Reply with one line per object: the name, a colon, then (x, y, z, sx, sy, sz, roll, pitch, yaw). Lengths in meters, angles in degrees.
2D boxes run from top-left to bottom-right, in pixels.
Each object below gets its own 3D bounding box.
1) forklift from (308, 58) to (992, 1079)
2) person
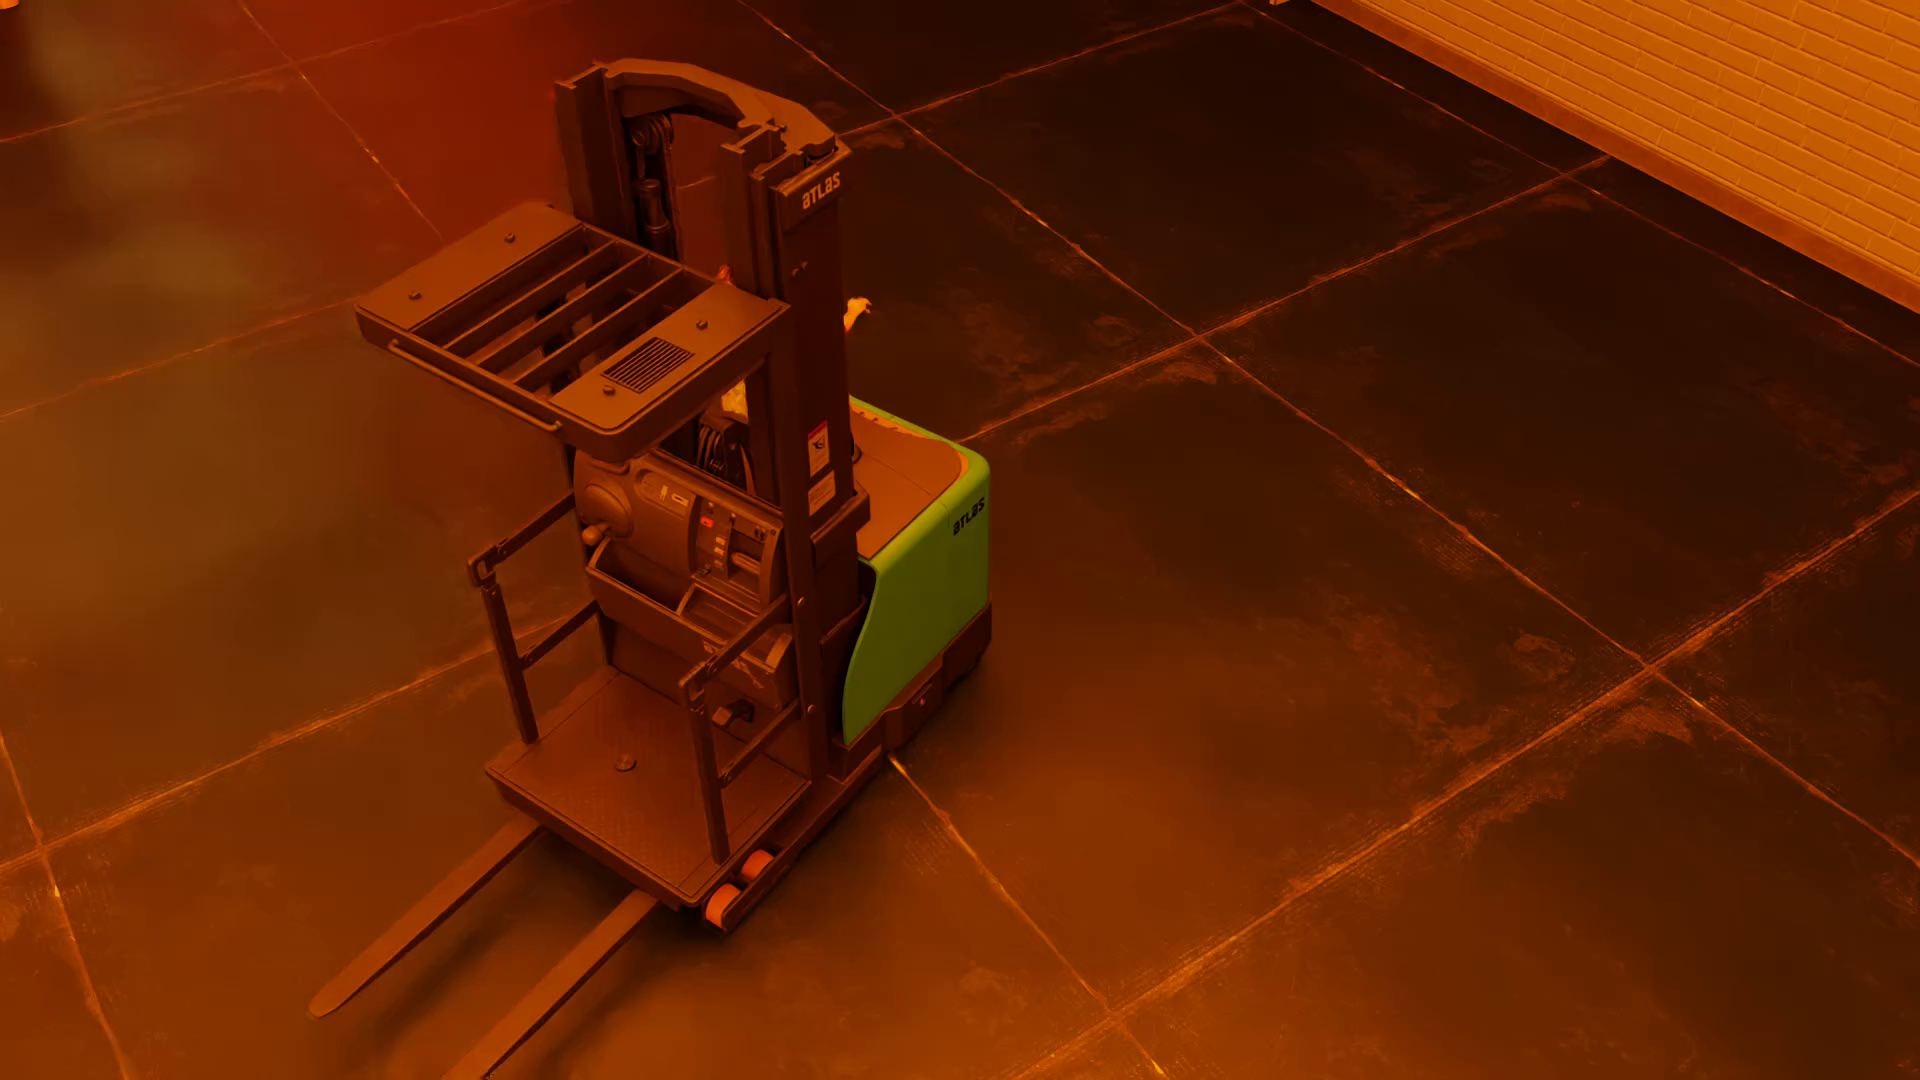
forklift: (-1.123, 0.012, 5.703, 1.130, 2.935, 3.031, 26, 48, 25)
person: (-0.782, -0.794, 7.716, 0.767, 1.438, 1.072, -8, 43, -9)
